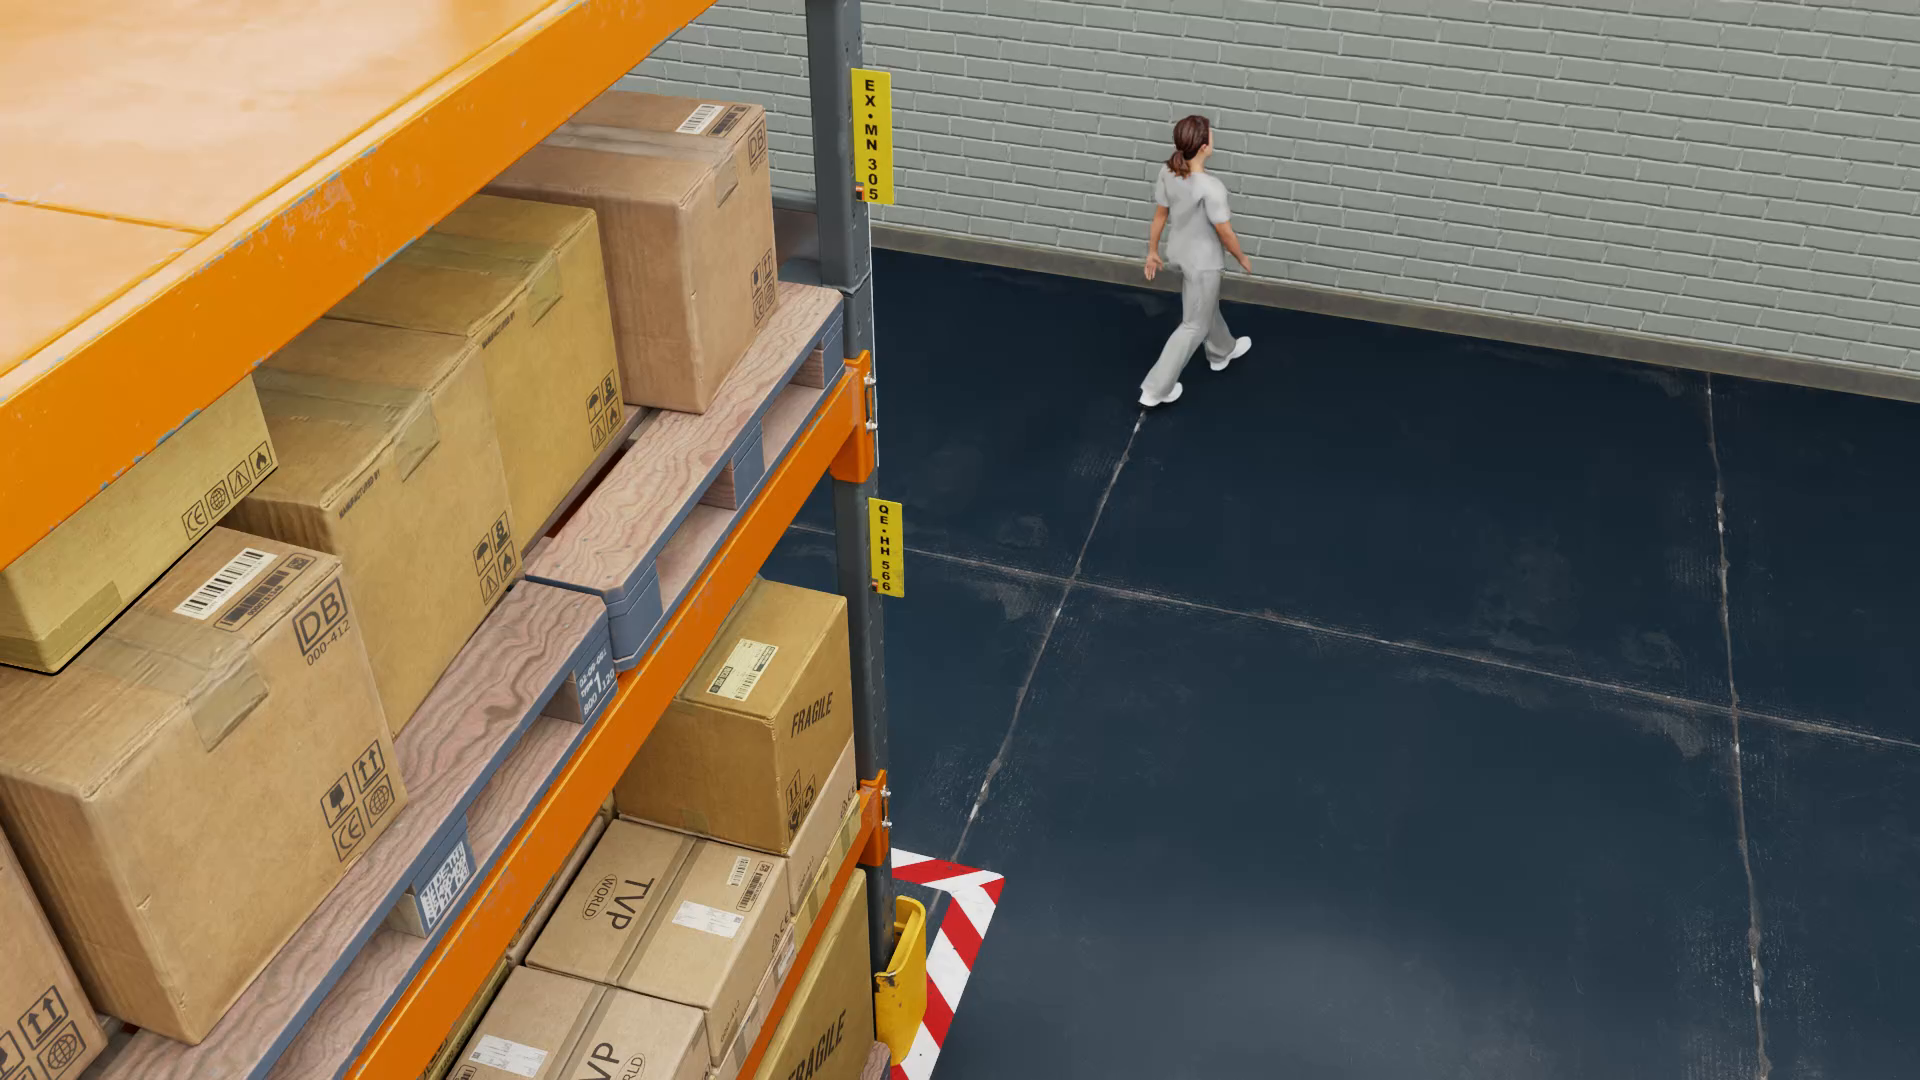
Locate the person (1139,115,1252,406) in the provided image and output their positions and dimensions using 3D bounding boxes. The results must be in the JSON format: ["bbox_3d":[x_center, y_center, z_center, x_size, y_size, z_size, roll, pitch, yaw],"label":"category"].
[{"bbox_3d":[1.343,-1.534,8.920,0.911,1.617,0.481,-23,43,-27],"label":"person"}]
